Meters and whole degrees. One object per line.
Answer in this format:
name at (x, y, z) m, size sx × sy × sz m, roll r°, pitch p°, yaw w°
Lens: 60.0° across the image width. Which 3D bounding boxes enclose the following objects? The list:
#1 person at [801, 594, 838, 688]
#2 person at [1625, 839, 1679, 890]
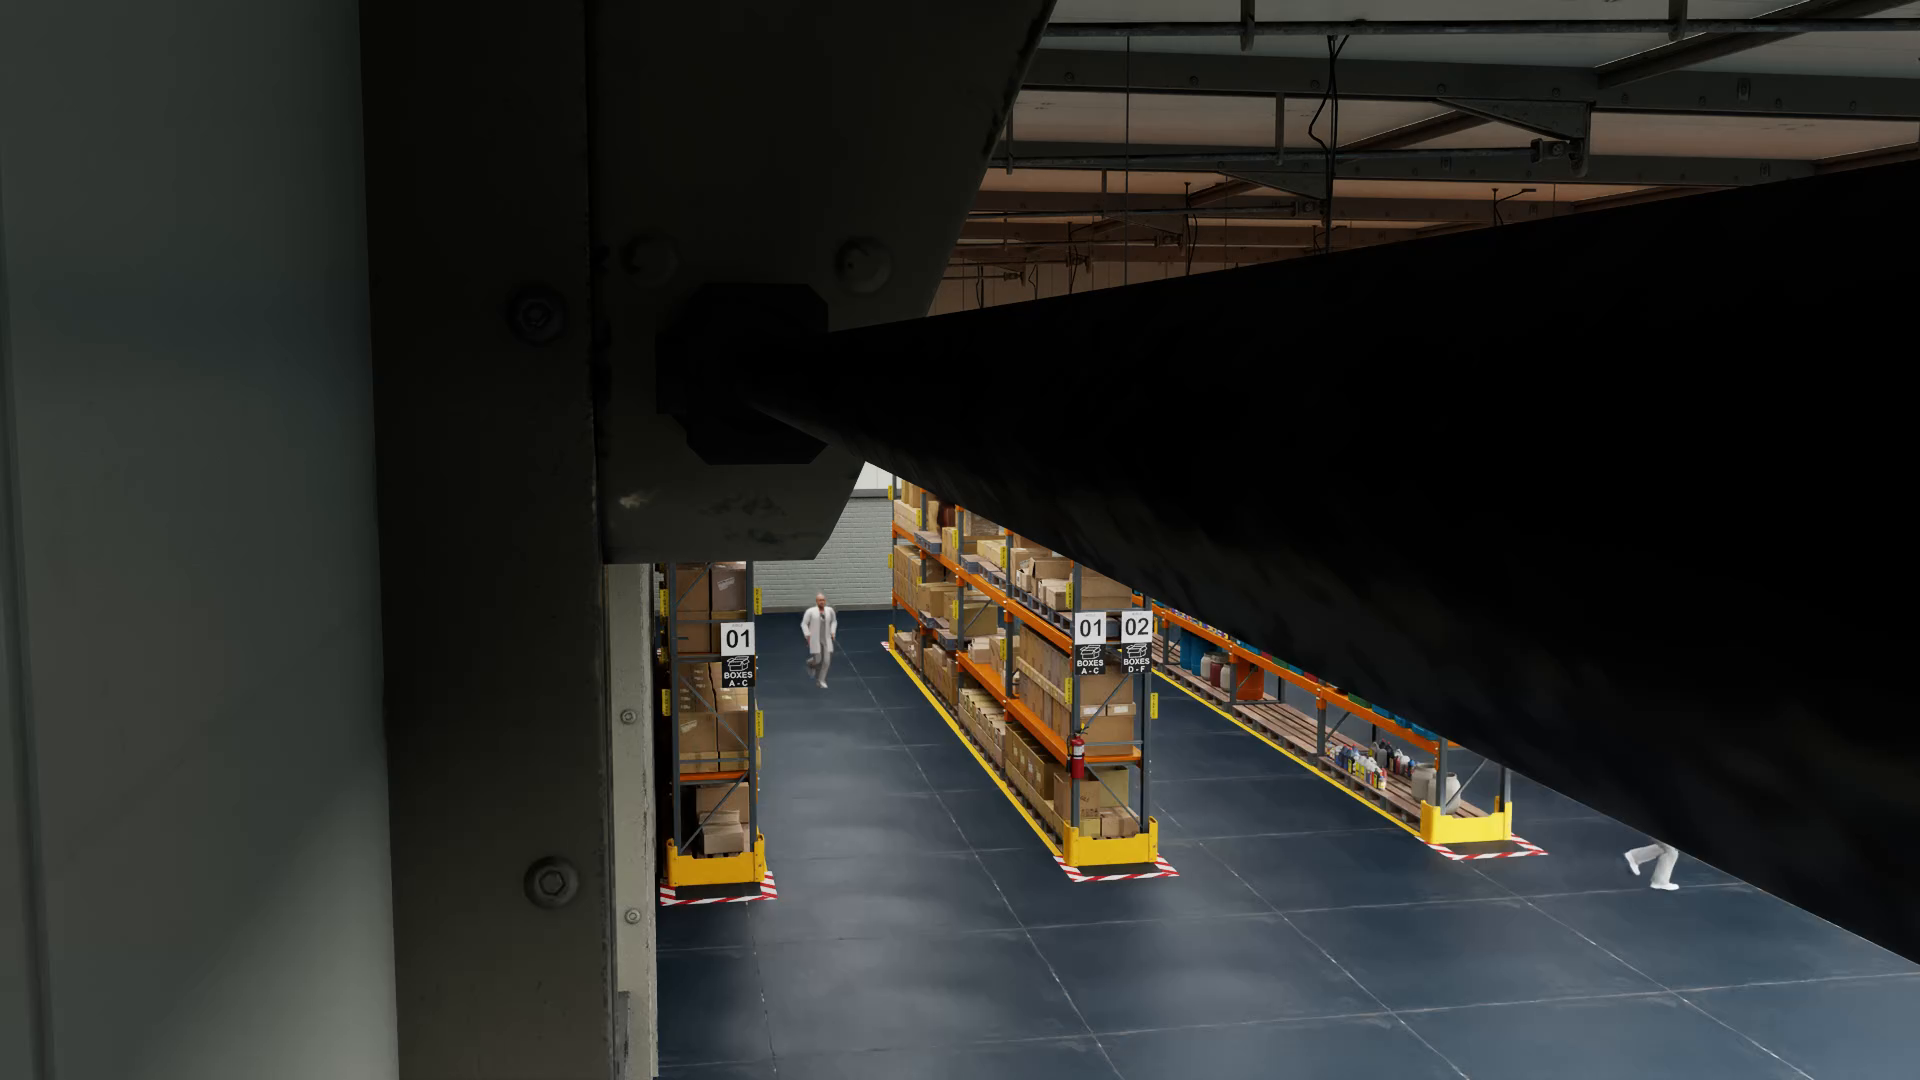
person at (-2.607, 1.951, 30.842) m, size 0.695 × 1.538 × 0.672 m, roll -2°, pitch 7°, yaw -21°
person at (8.324, 3.374, 19.948) m, size 0.611 × 1.625 × 0.602 m, roll 2°, pitch 7°, yaw 21°
